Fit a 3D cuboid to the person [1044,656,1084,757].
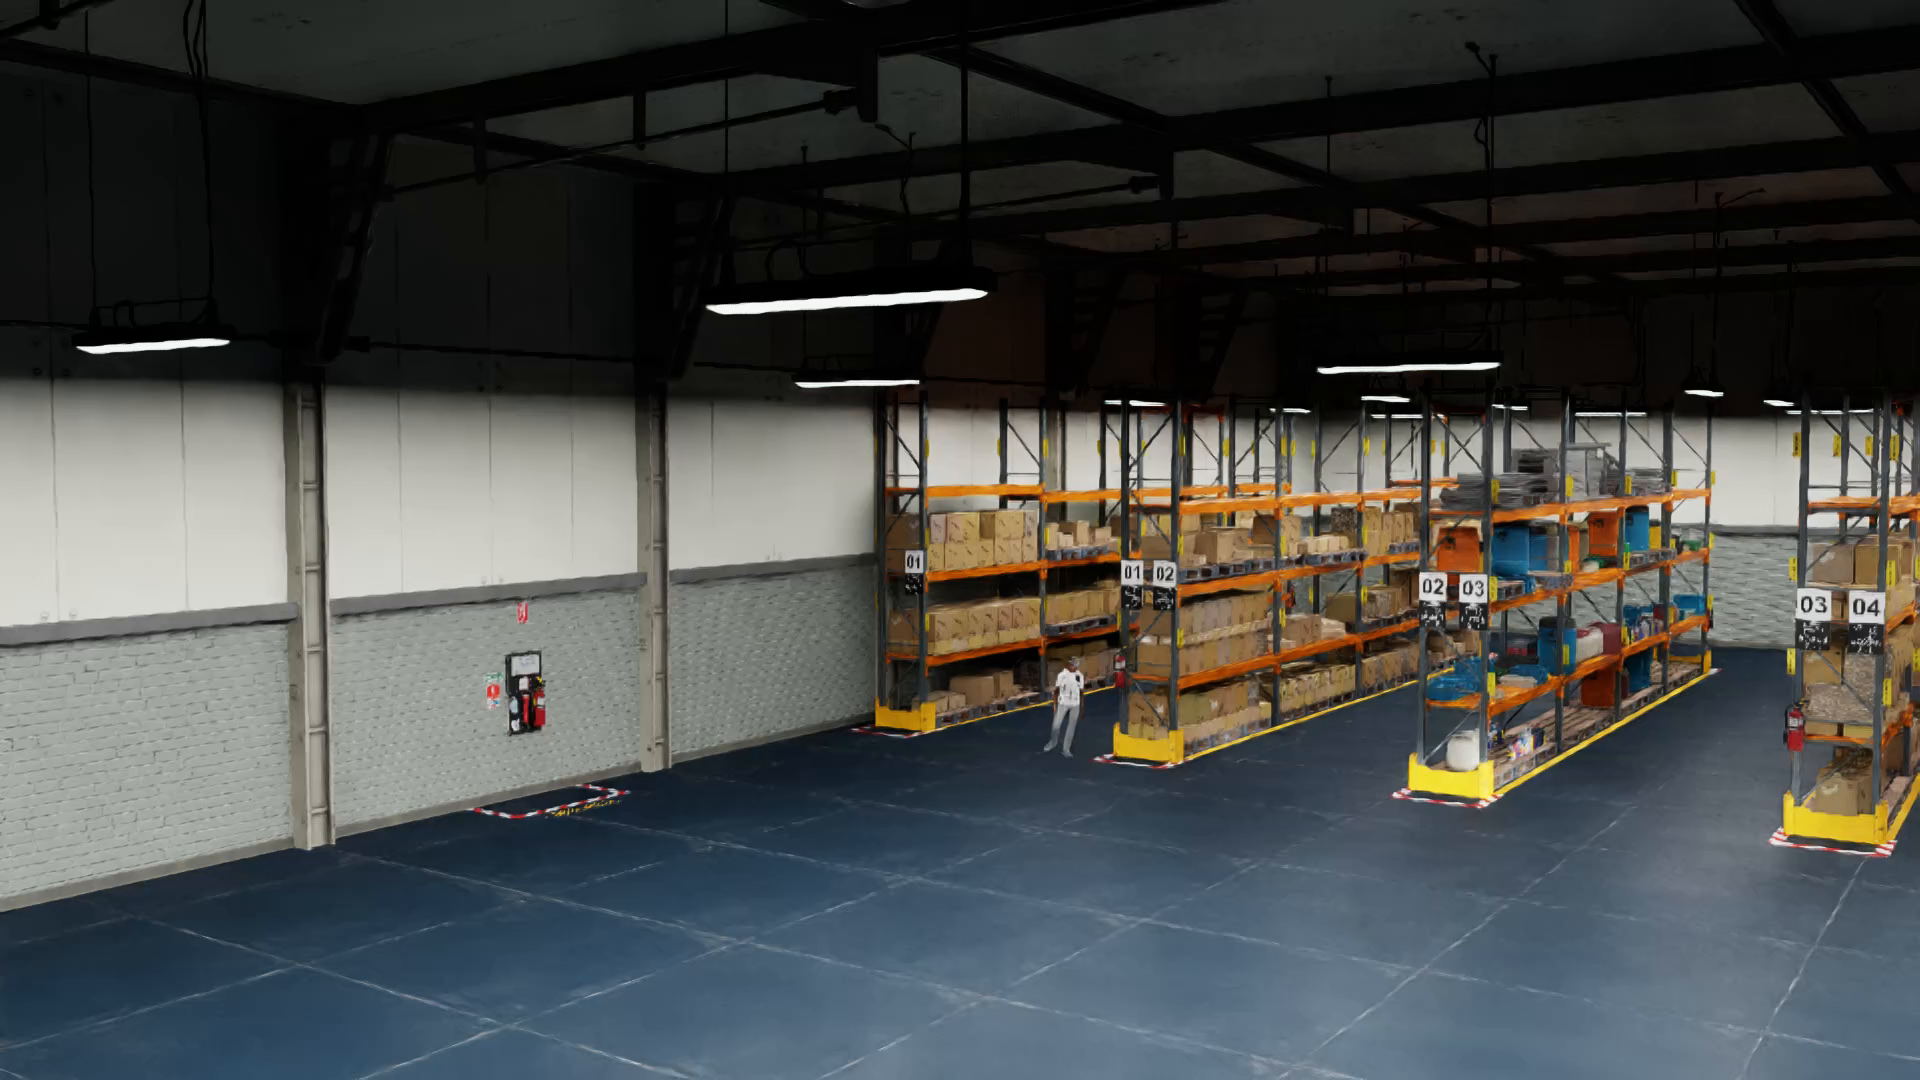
[{"bbox_3d":[1.684,2.689,26.997,0.638,1.648,0.502,0,3,-3],"label":"person"}]
